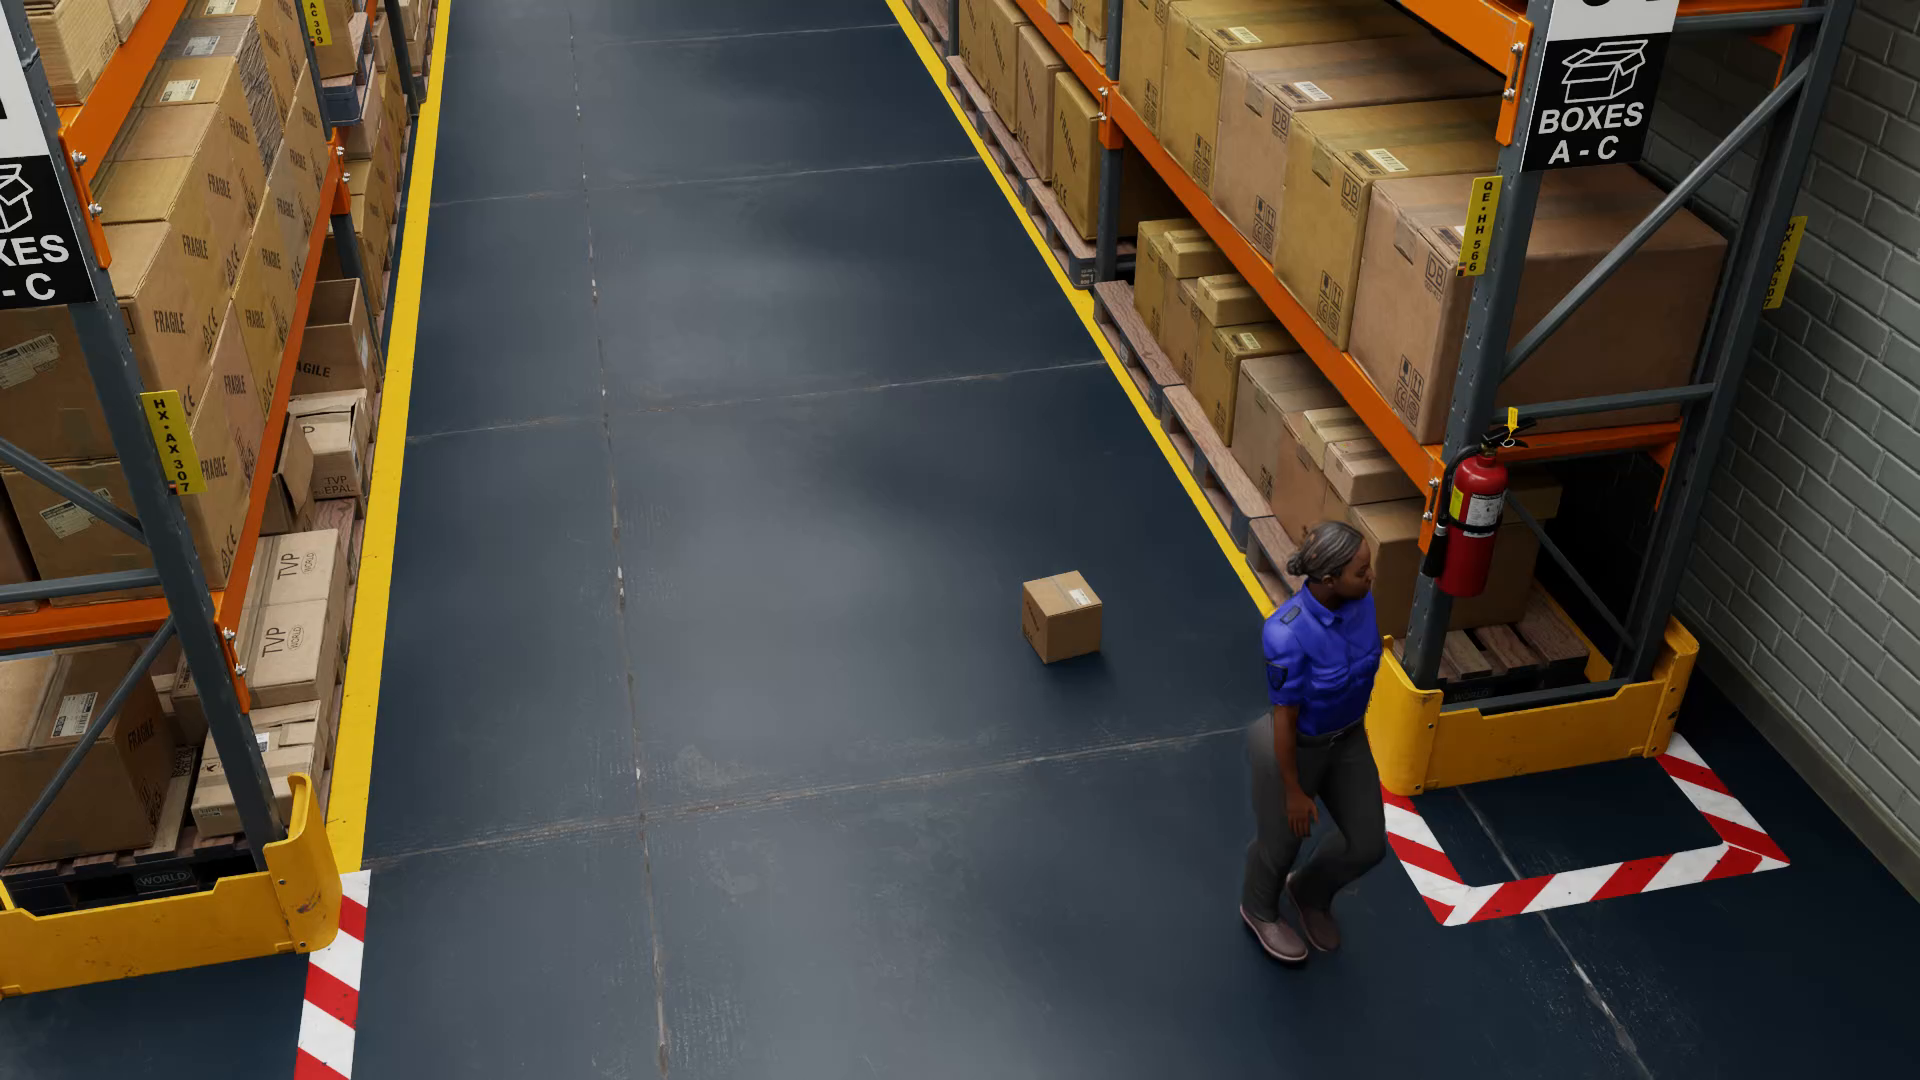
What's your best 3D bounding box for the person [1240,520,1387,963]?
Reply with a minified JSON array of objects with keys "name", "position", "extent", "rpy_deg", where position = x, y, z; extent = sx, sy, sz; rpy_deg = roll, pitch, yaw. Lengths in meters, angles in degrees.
[{"name":"person","position":[1.119,0.692,5.136],"extent":[0.452,1.706,0.407],"rpy_deg":[-20,39,-26]}]
